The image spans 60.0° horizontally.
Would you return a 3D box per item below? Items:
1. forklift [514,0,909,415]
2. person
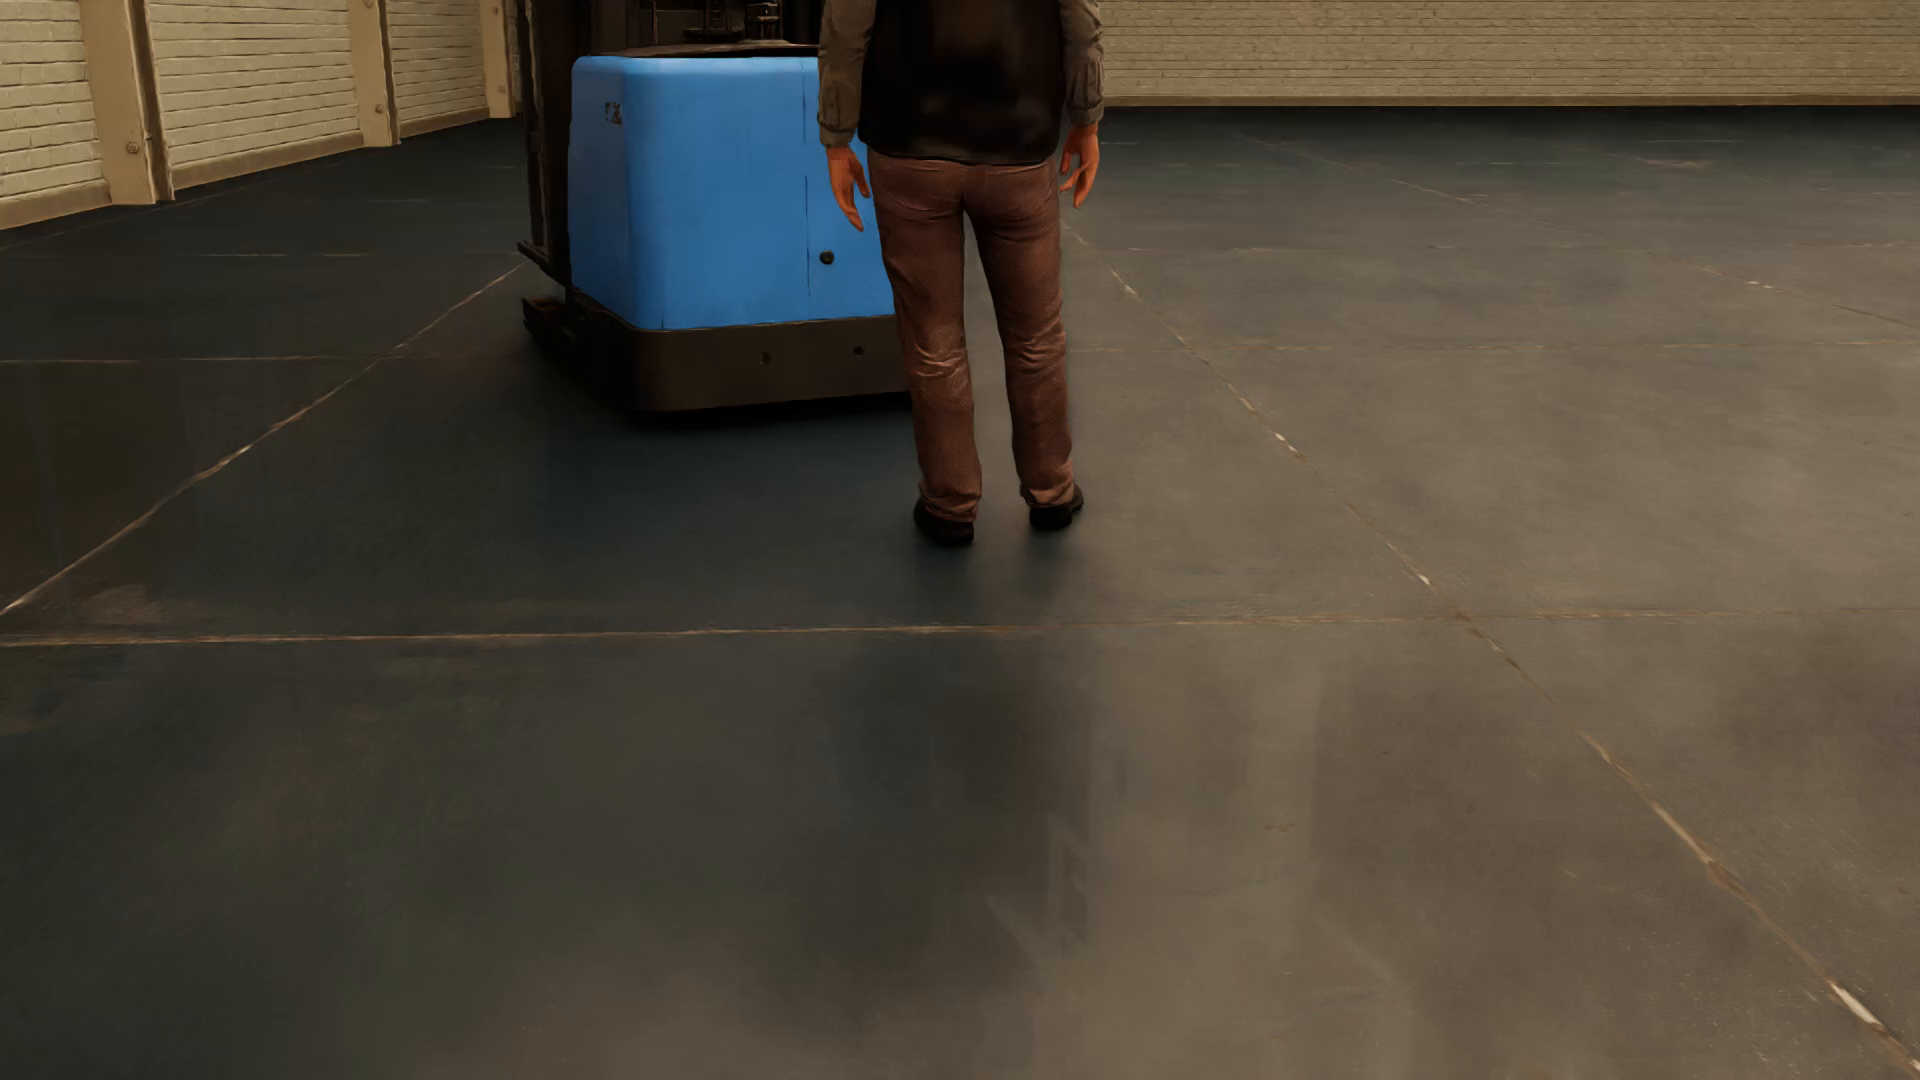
[{"bbox_3d":[-1.051,-2.167,5.992,1.130,2.935,3.031,-7,18,-22],"label":"forklift"},{"bbox_3d":[0.005,-0.848,3.724,0.632,1.720,0.568,-1,17,-3],"label":"person"}]
